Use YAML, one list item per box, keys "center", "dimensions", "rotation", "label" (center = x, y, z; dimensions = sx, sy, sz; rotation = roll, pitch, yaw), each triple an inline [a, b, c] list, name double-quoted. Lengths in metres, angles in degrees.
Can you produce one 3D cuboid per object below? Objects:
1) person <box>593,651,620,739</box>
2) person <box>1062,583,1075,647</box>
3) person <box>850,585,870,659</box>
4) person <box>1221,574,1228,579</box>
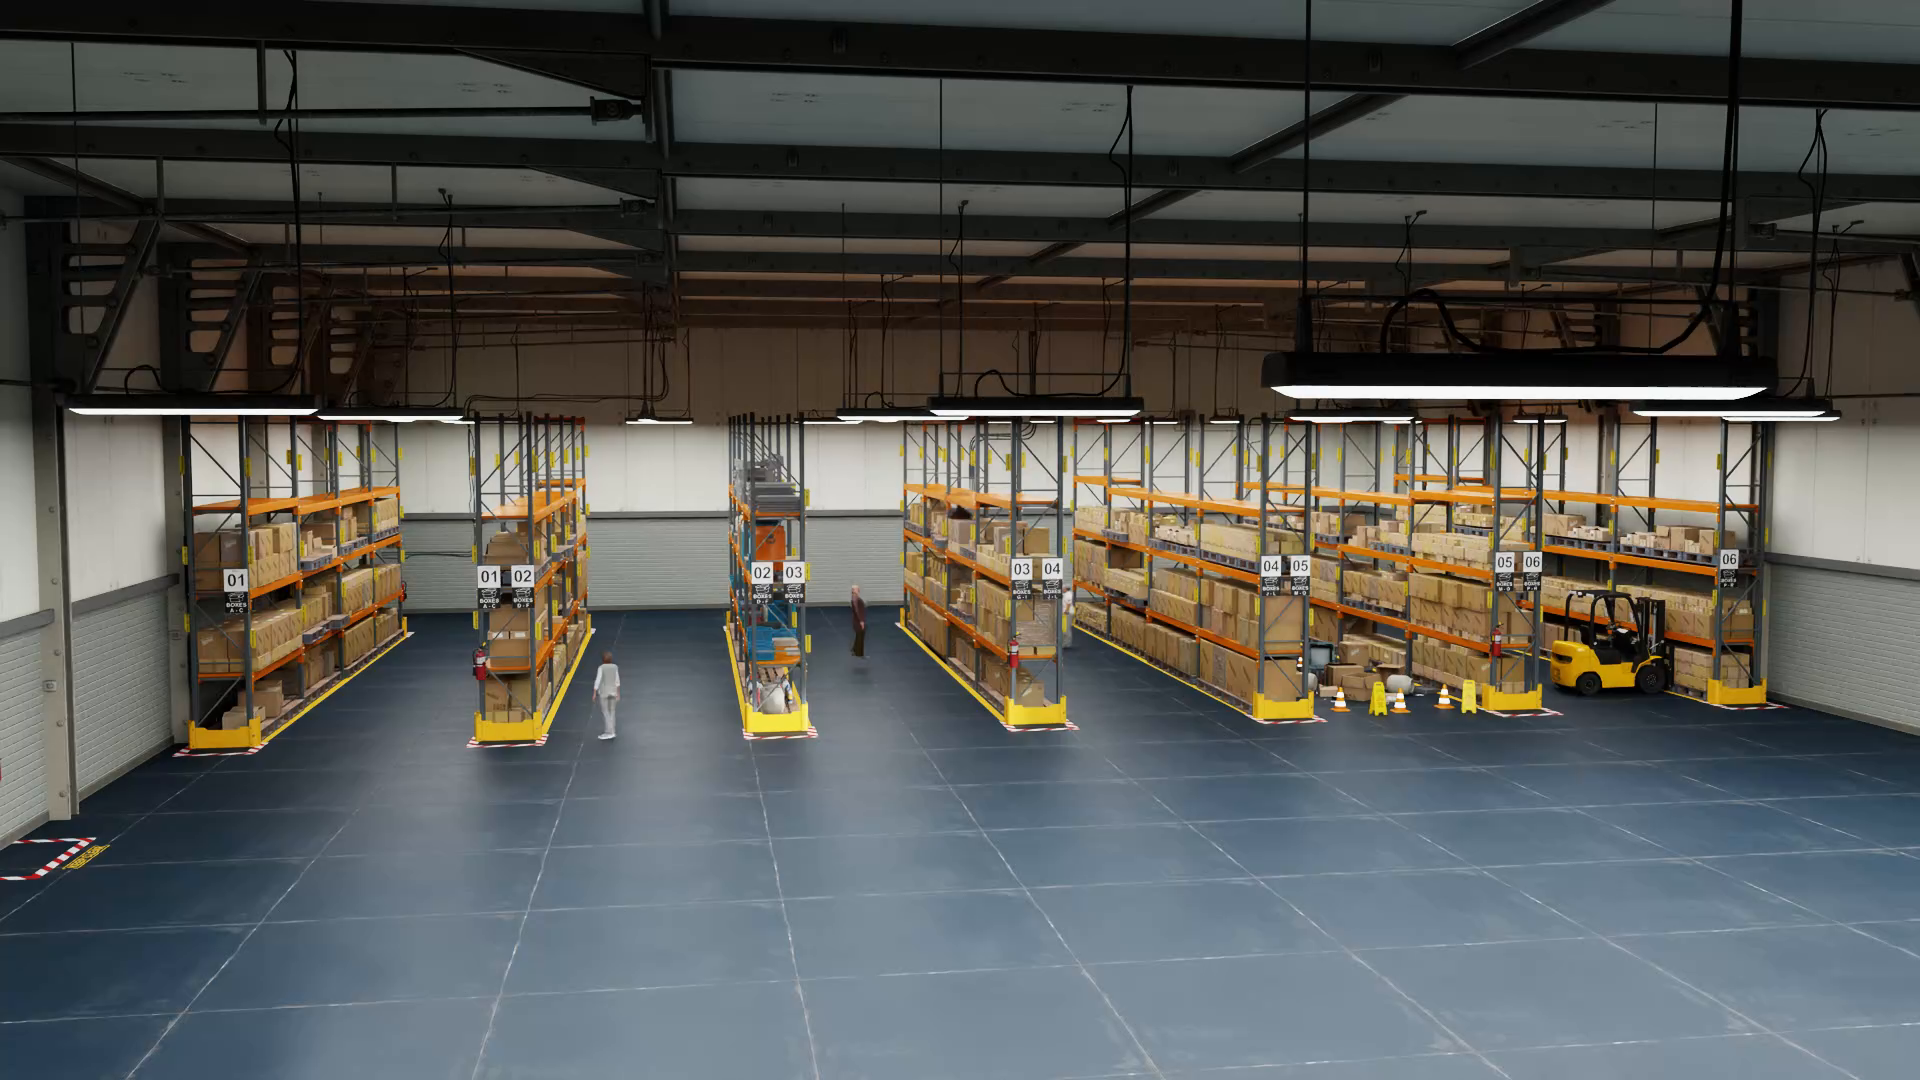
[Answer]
- center: [-6.477, 2.860, 30.513]
  dimensions: [0.505, 1.633, 0.366]
  rotation: [-3, 5, -33]
  label: "person"
- center: [2.760, 1.956, 43.119]
  dimensions: [0.407, 1.675, 0.495]
  rotation: [0, 4, -6]
  label: "person"
- center: [-2.383, 1.971, 39.795]
  dimensions: [0.465, 1.778, 0.620]
  rotation: [-1, 4, -14]
  label: "person"
- center: [7.328, 1.700, 46.145]
  dimensions: [0.429, 1.792, 0.608]
  rotation: [0, 4, -4]
  label: "person"
